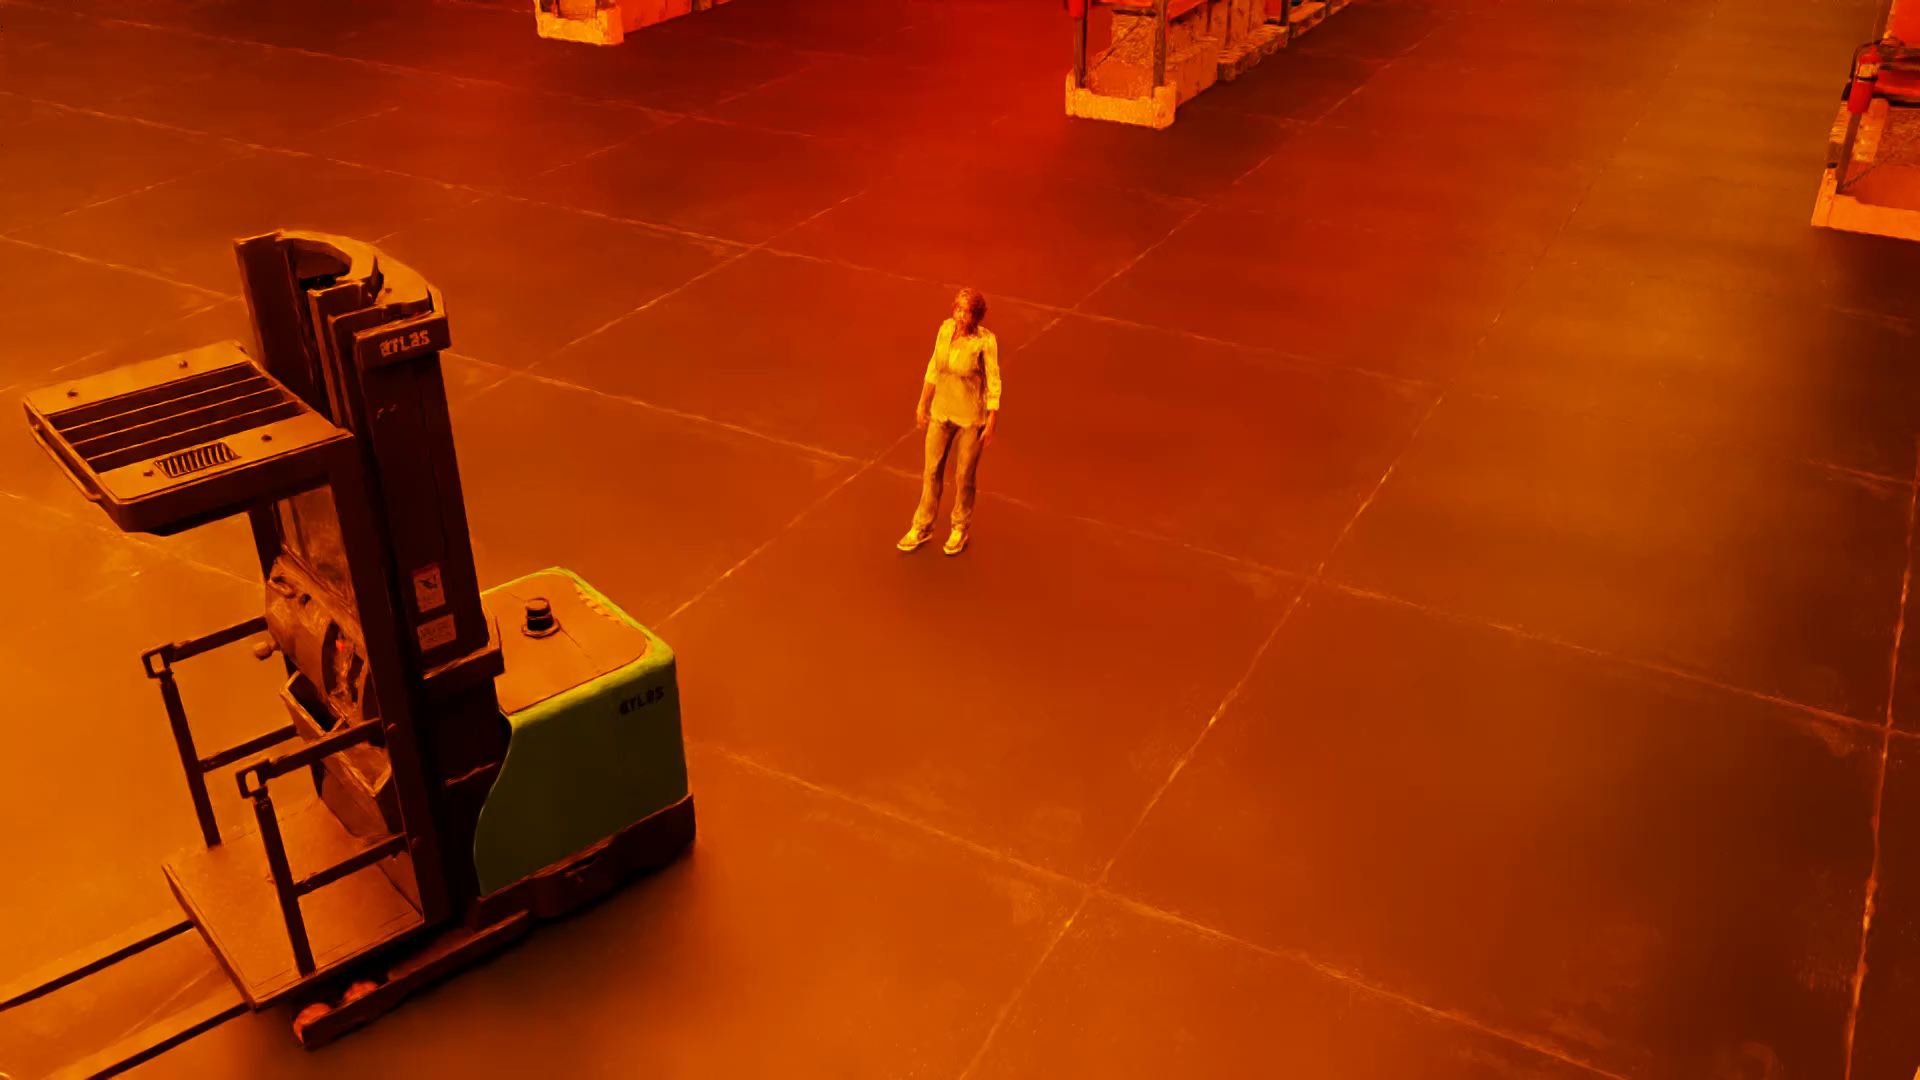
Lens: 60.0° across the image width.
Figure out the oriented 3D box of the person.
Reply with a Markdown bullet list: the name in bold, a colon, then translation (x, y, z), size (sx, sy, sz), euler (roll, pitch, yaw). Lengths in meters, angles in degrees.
- **person**: translation (-0.048, -0.669, 9.550), size (0.521, 1.597, 0.474), euler (15, 33, 25)

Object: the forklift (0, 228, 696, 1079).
- **forklift**: translation (-2.643, 0.427, 6.330), size (3.031, 2.935, 1.130), euler (-24, 37, -35)
